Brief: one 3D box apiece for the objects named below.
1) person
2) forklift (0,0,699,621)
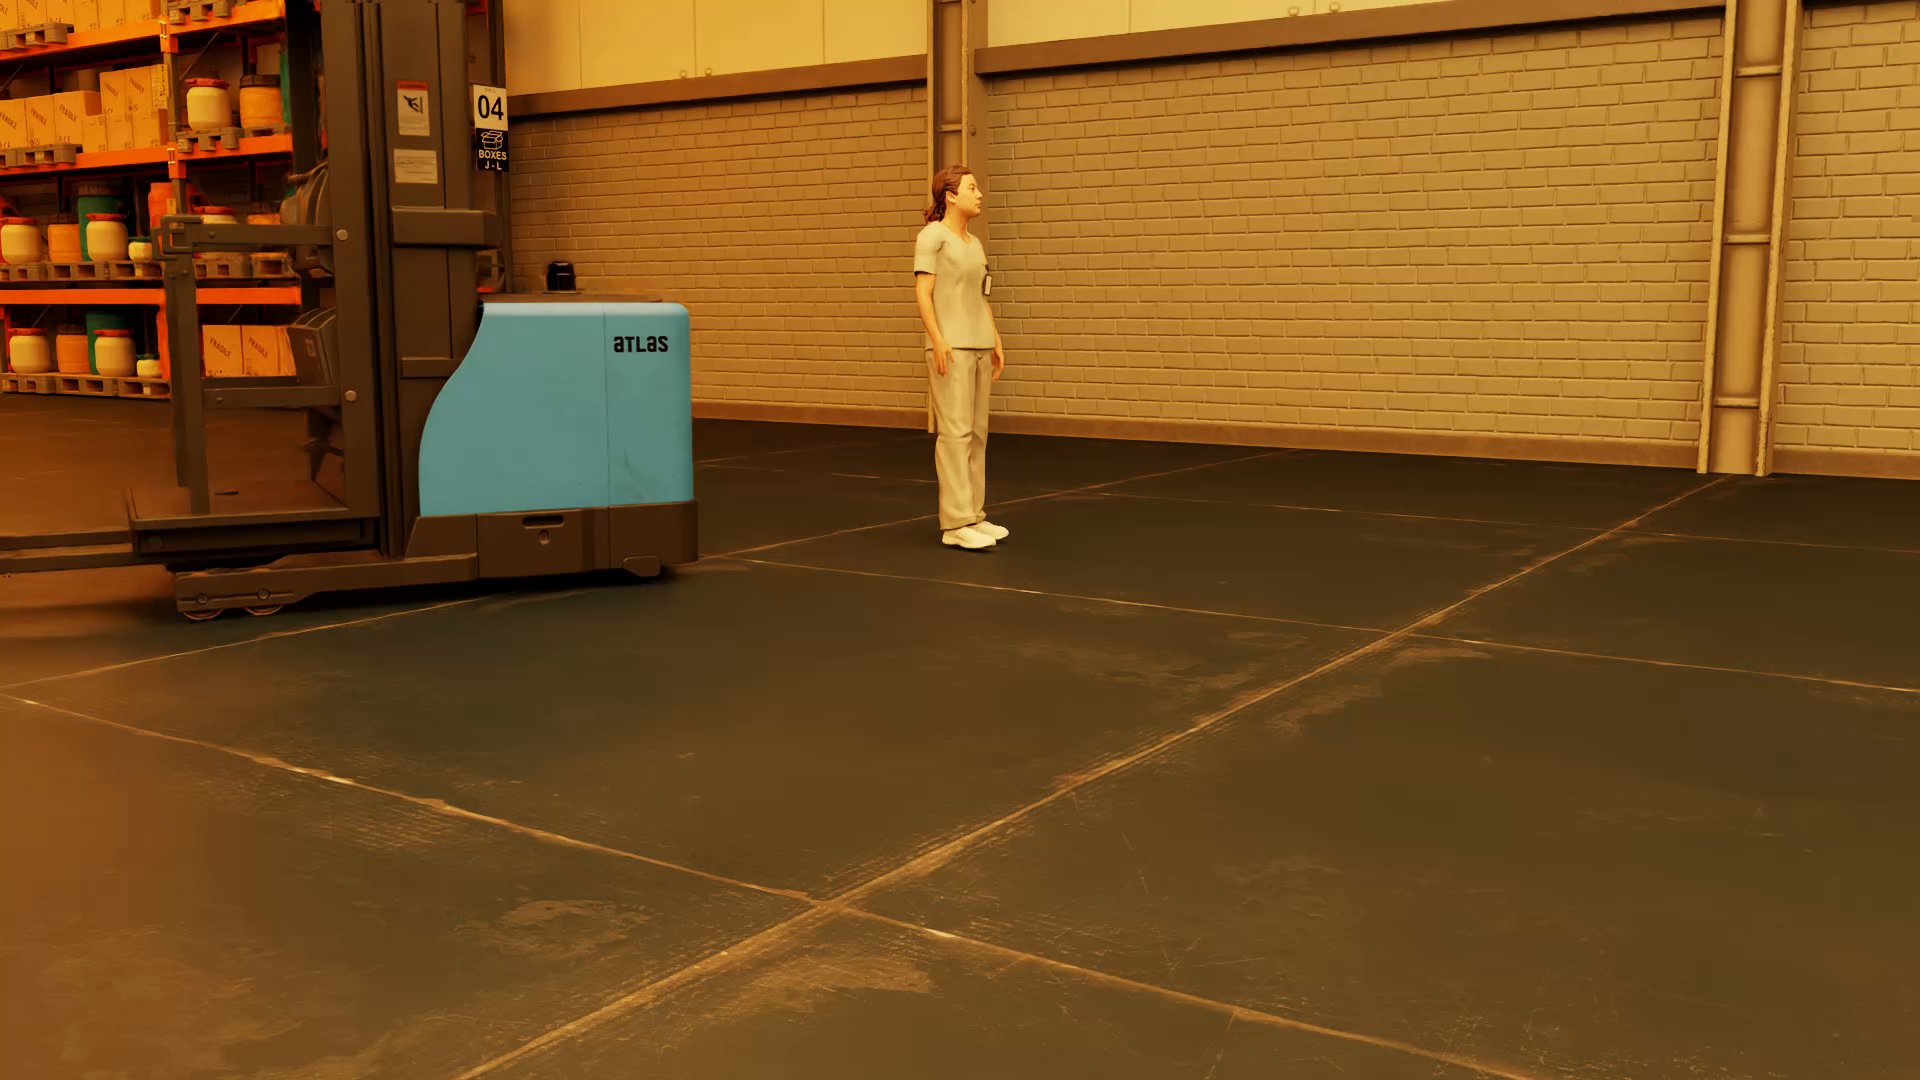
[{"bbox_3d":[0.053,-0.830,7.433,0.549,1.675,0.549,5,10,34],"label":"person"},{"bbox_3d":[-2.576,-1.261,6.058,3.031,2.935,1.130,-4,9,-27],"label":"forklift"}]
